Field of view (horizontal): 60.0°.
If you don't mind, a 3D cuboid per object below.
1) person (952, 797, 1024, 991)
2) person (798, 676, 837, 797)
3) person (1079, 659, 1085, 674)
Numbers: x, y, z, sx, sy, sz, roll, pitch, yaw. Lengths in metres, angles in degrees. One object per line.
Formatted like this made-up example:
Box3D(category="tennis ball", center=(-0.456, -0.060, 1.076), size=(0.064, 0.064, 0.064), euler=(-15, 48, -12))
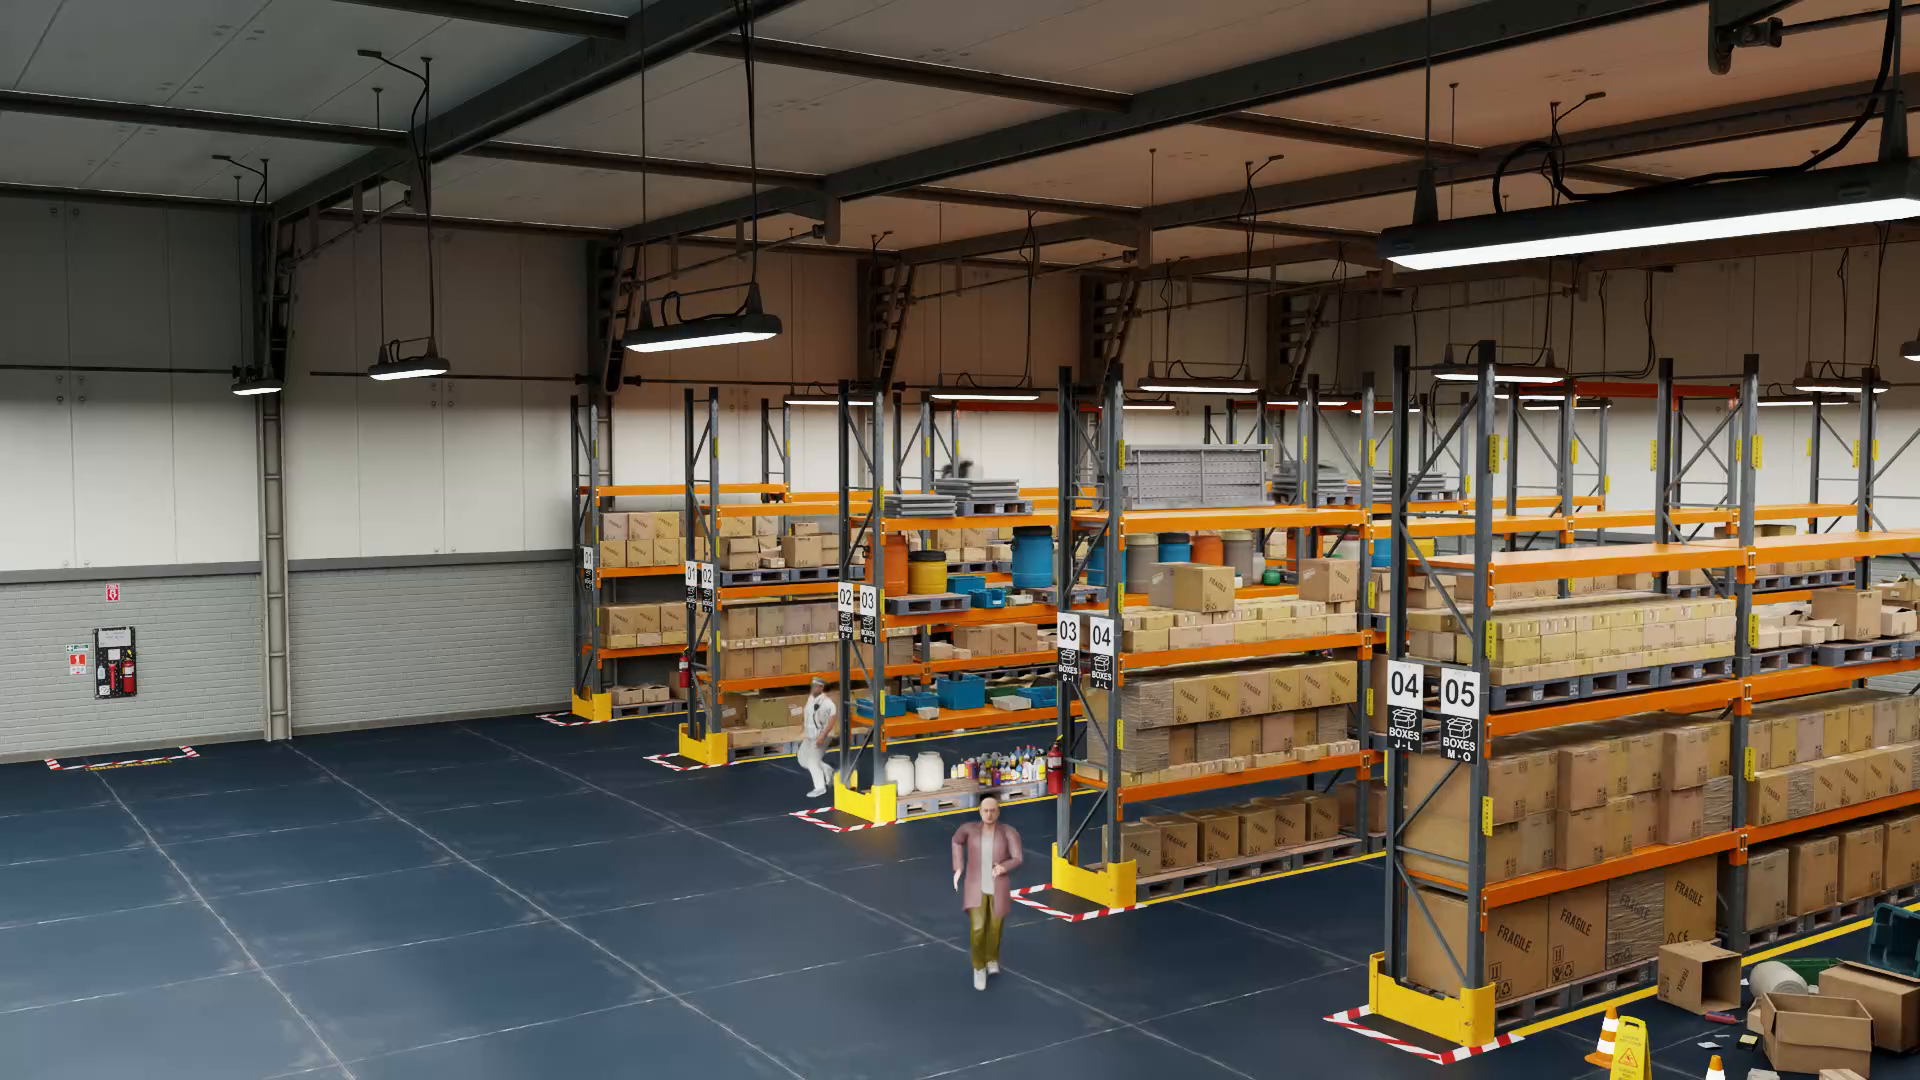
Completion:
Box3D(category="person", center=(0.262, 3.335, 15.748), size=(0.670, 1.819, 0.888), euler=(0, 3, -2))
Box3D(category="person", center=(-2.071, 2.845, 24.245), size=(0.547, 1.751, 0.695), euler=(-2, 4, -33))
Box3D(category="person", center=(2.737, 1.939, 34.771), size=(0.762, 1.753, 0.575), euler=(-2, 4, -36))
